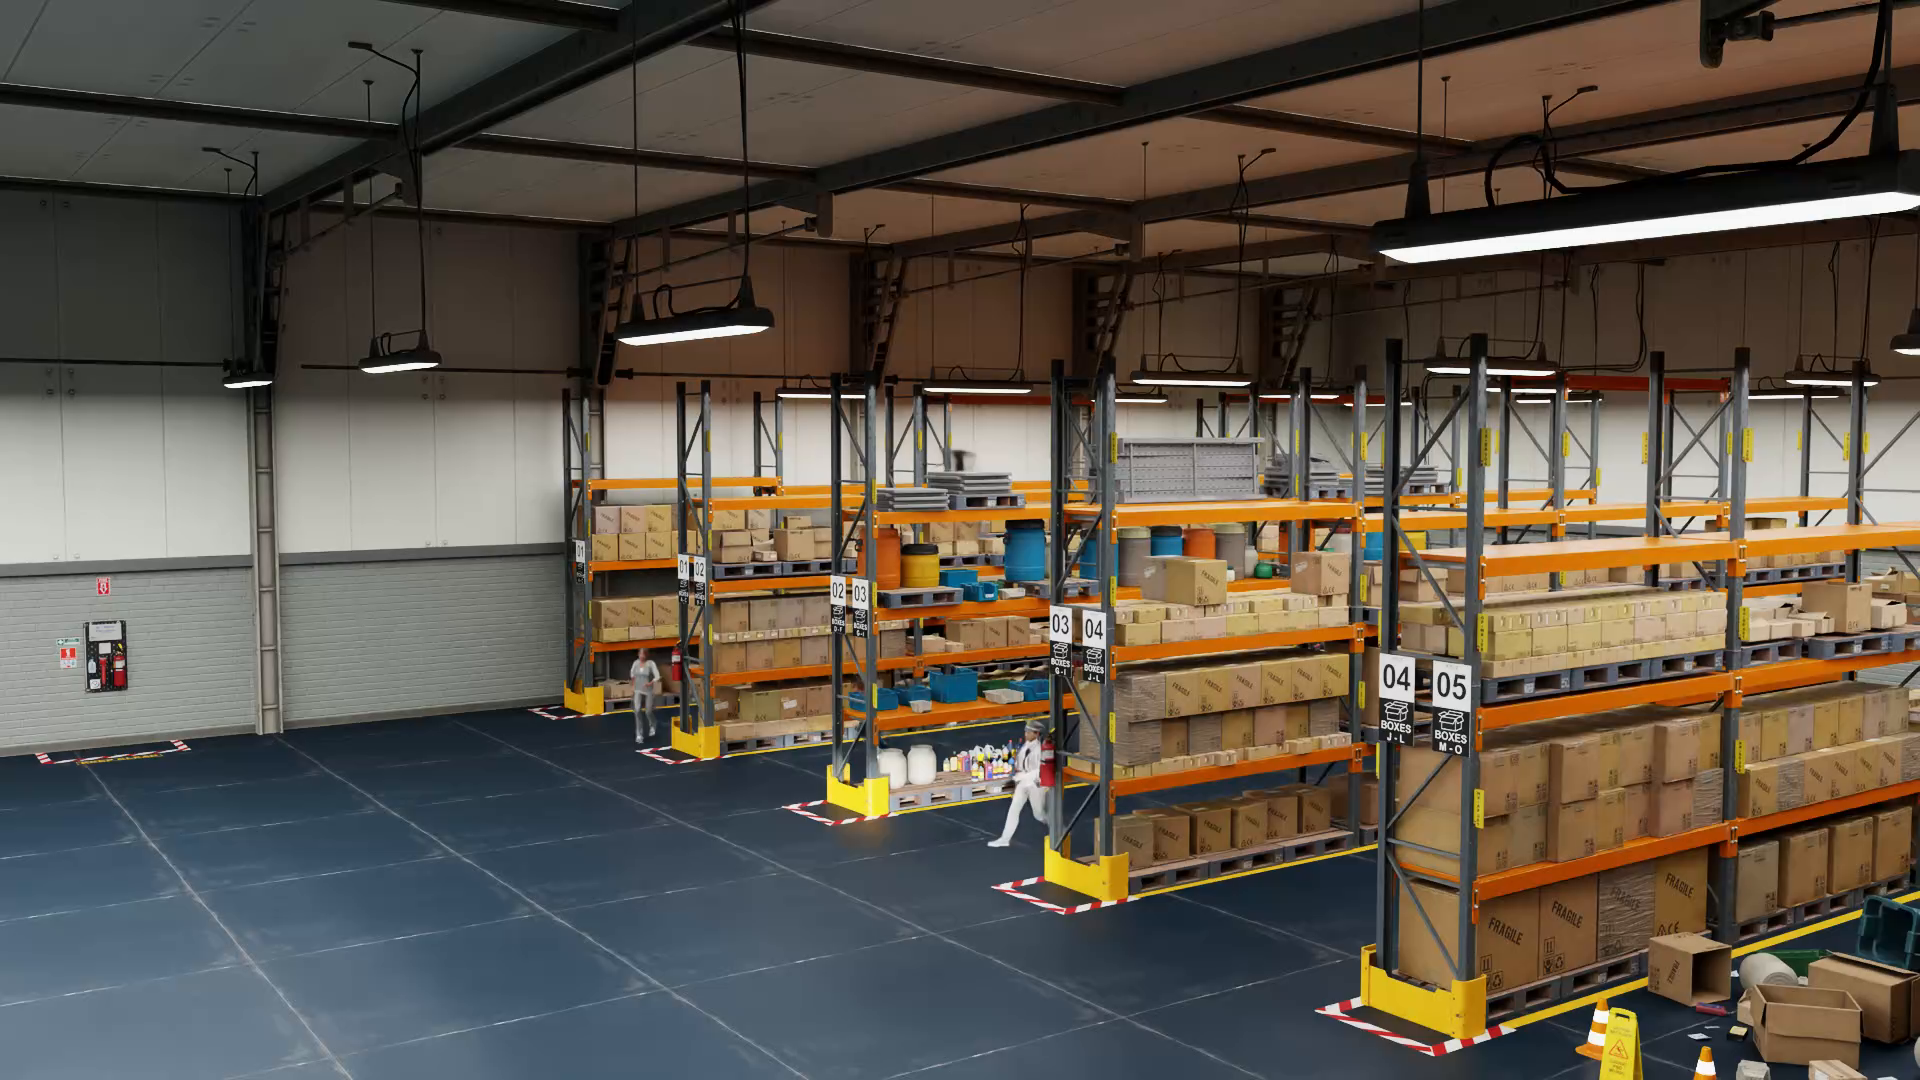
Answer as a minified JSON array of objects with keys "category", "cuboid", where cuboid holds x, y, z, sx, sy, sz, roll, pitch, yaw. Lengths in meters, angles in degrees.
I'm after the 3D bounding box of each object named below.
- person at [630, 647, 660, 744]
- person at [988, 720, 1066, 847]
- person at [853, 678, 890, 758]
[{"category":"person","cuboid":[-5.289,2.569,27.928,0.552,1.590,0.769,0,4,4]},{"category":"person","cuboid":[0.883,2.986,20.391,0.995,1.611,0.639,-2,4,-24]},{"category":"person","cuboid":[-1.412,2.808,26.059,0.925,1.344,0.550,-3,5,-41]}]
